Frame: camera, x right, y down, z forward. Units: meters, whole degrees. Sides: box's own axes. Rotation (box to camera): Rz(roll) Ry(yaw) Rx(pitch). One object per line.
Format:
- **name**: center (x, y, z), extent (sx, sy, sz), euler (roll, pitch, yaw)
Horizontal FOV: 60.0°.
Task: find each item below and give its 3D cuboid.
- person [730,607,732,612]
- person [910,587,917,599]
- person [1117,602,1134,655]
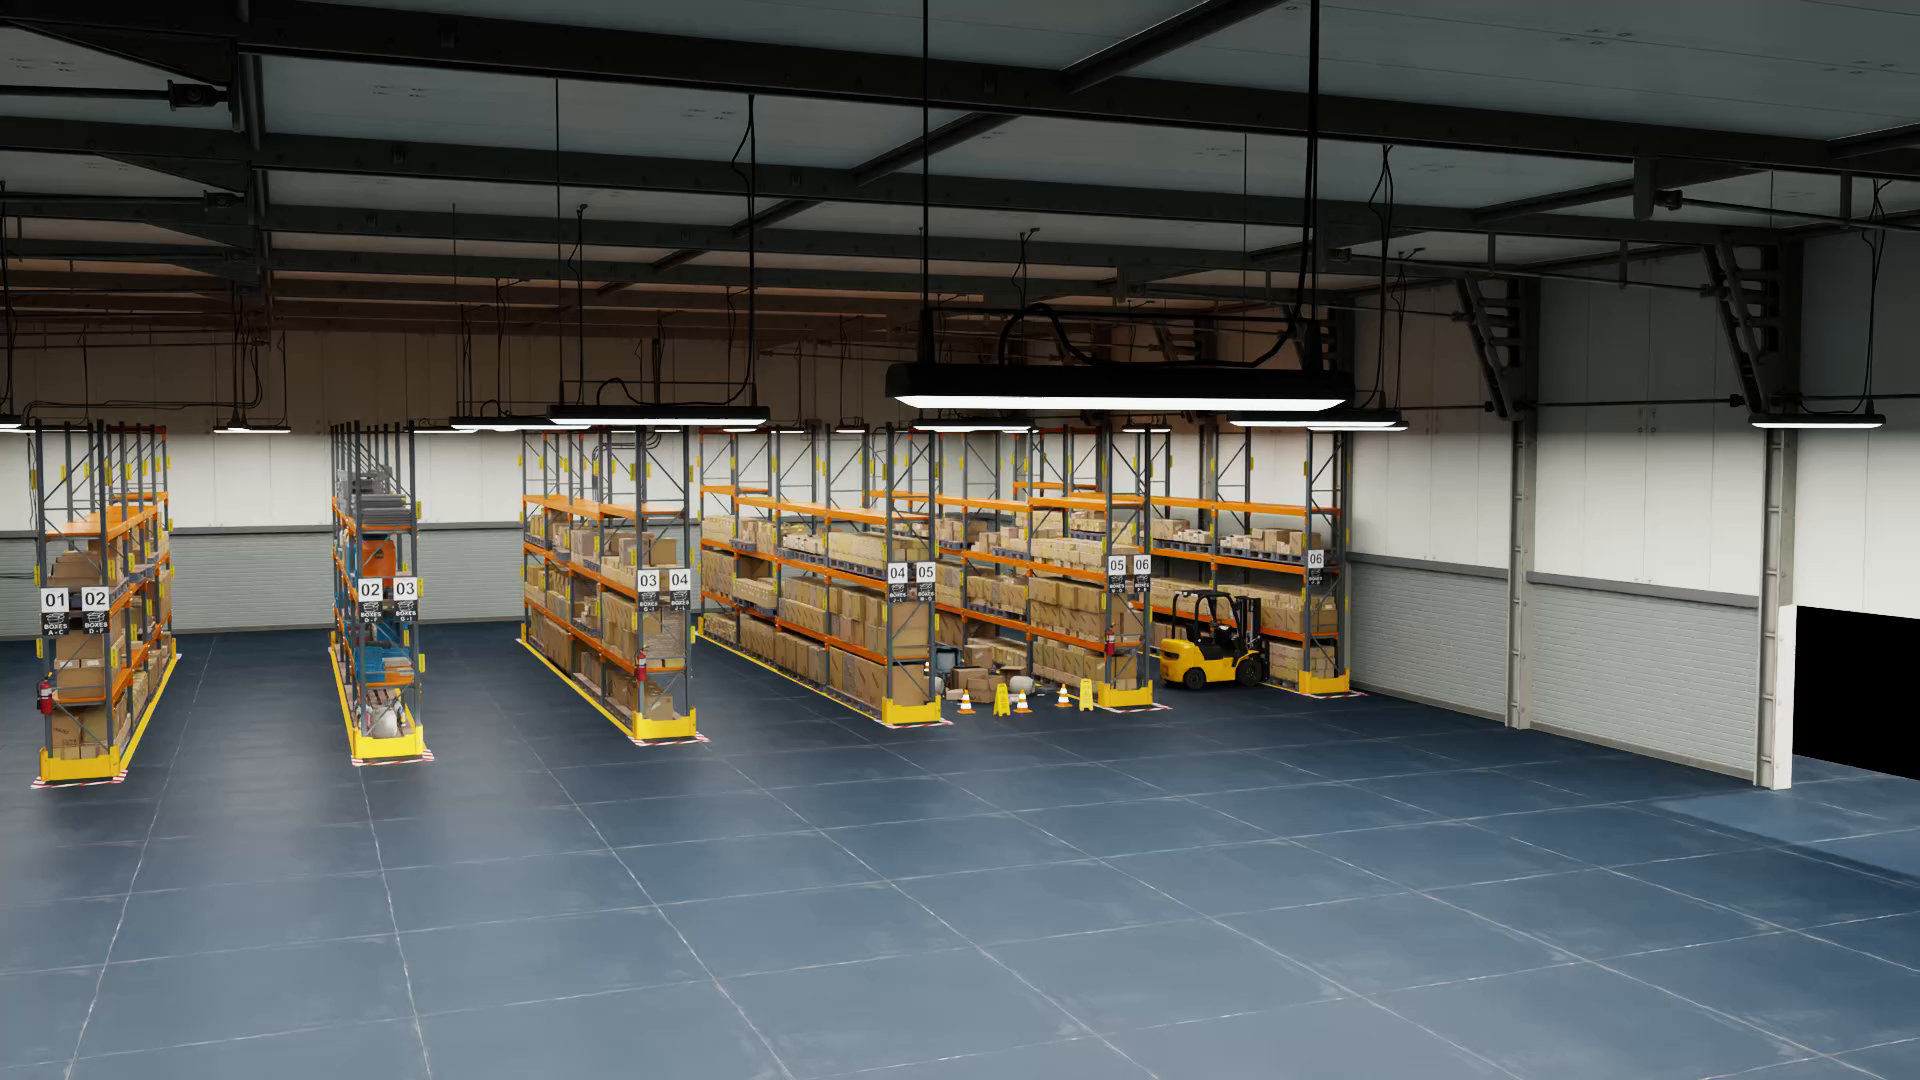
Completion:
- **person**: center (-7.121, 1.585, 52.007), extent (0.560, 1.702, 1.174), euler (1, 4, 17)
- **person**: center (-1.252, 2.019, 42.962), extent (0.576, 1.679, 0.515), euler (-2, 4, -26)
- **person**: center (3.997, 2.362, 39.913), extent (0.584, 1.769, 0.781), euler (-2, 4, -26)
